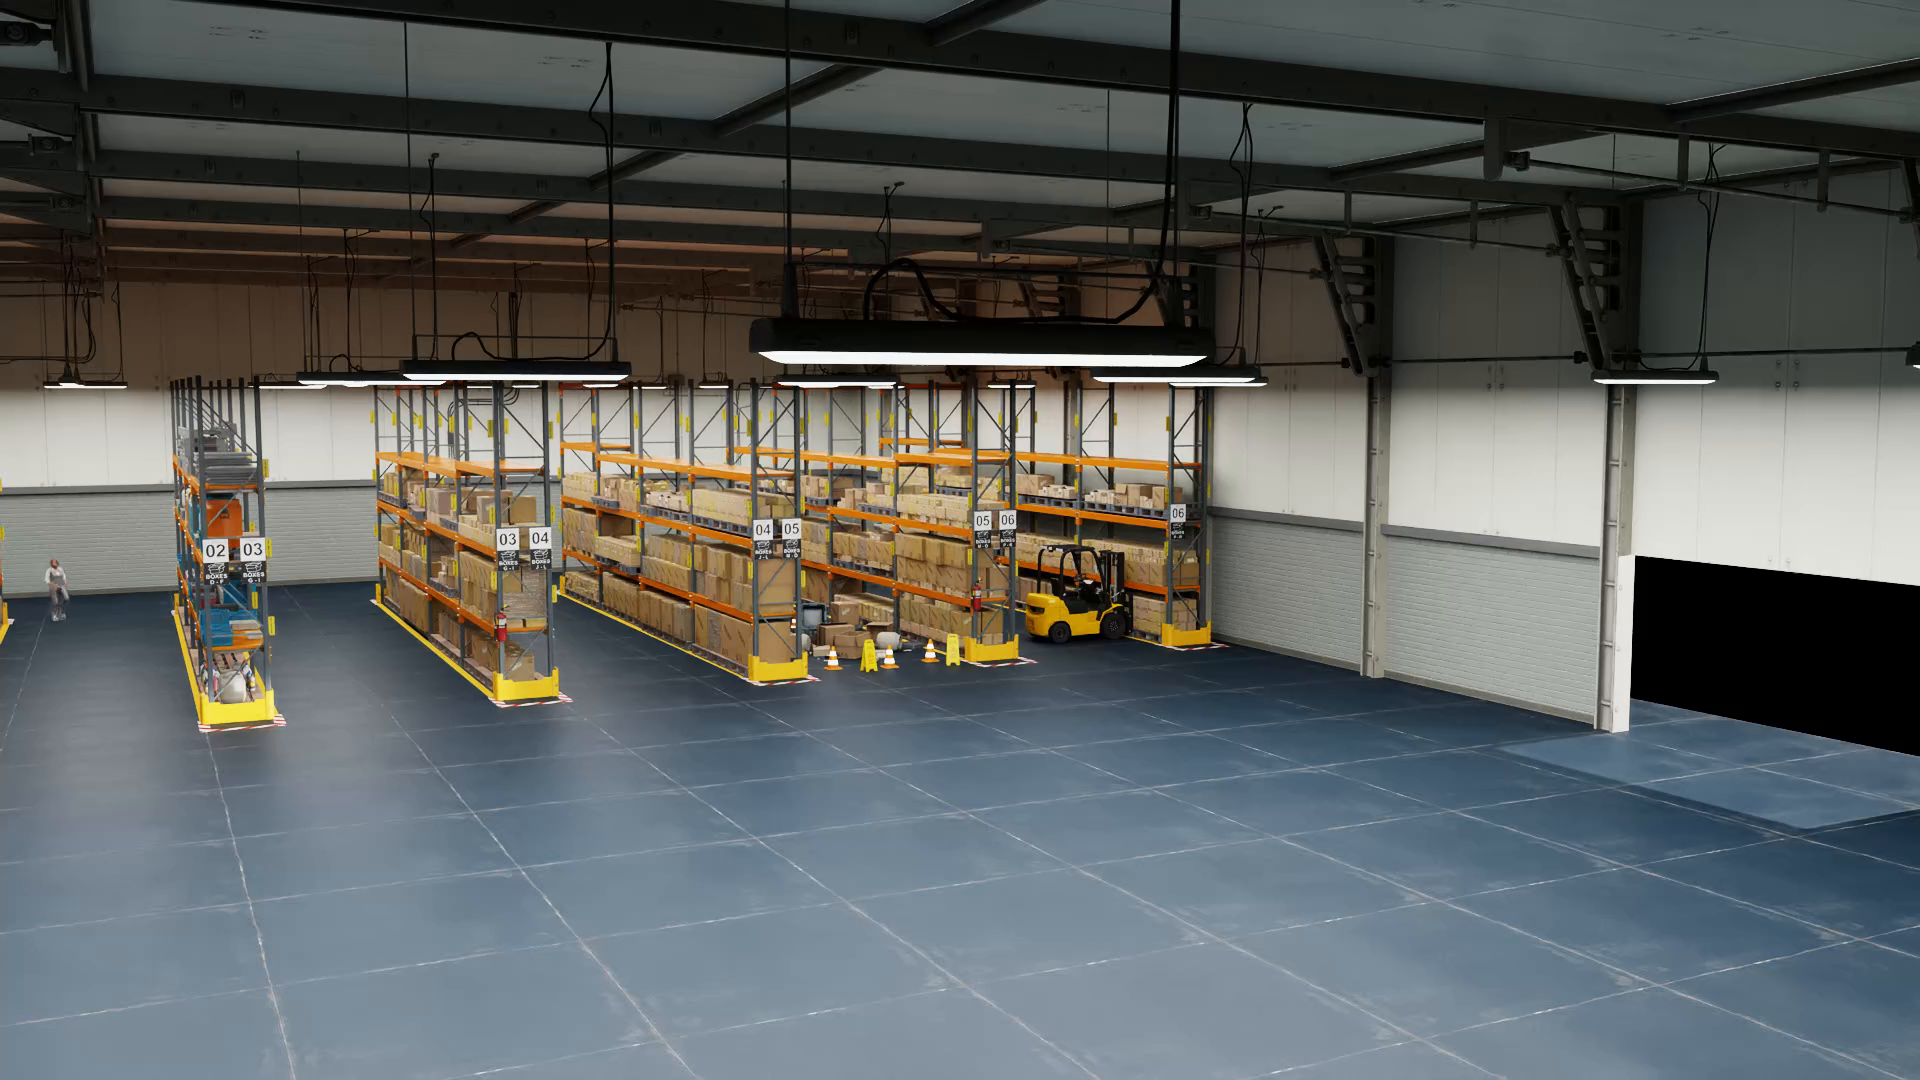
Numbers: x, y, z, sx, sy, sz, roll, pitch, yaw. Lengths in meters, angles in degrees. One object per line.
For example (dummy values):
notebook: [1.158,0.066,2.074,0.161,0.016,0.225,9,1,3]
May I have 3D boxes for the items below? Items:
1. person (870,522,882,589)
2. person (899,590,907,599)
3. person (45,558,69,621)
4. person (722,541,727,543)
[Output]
person: [-2.346,0.453,46.490,0.673,1.905,0.863,-3,6,-30]
person: [-1.474,0.935,43.701,0.672,1.577,0.896,-3,6,-33]
person: [-22.583,1.249,41.586,0.598,1.548,0.552,4,6,37]
person: [-7.063,0.365,50.852,0.743,1.641,0.531,0,5,-5]
